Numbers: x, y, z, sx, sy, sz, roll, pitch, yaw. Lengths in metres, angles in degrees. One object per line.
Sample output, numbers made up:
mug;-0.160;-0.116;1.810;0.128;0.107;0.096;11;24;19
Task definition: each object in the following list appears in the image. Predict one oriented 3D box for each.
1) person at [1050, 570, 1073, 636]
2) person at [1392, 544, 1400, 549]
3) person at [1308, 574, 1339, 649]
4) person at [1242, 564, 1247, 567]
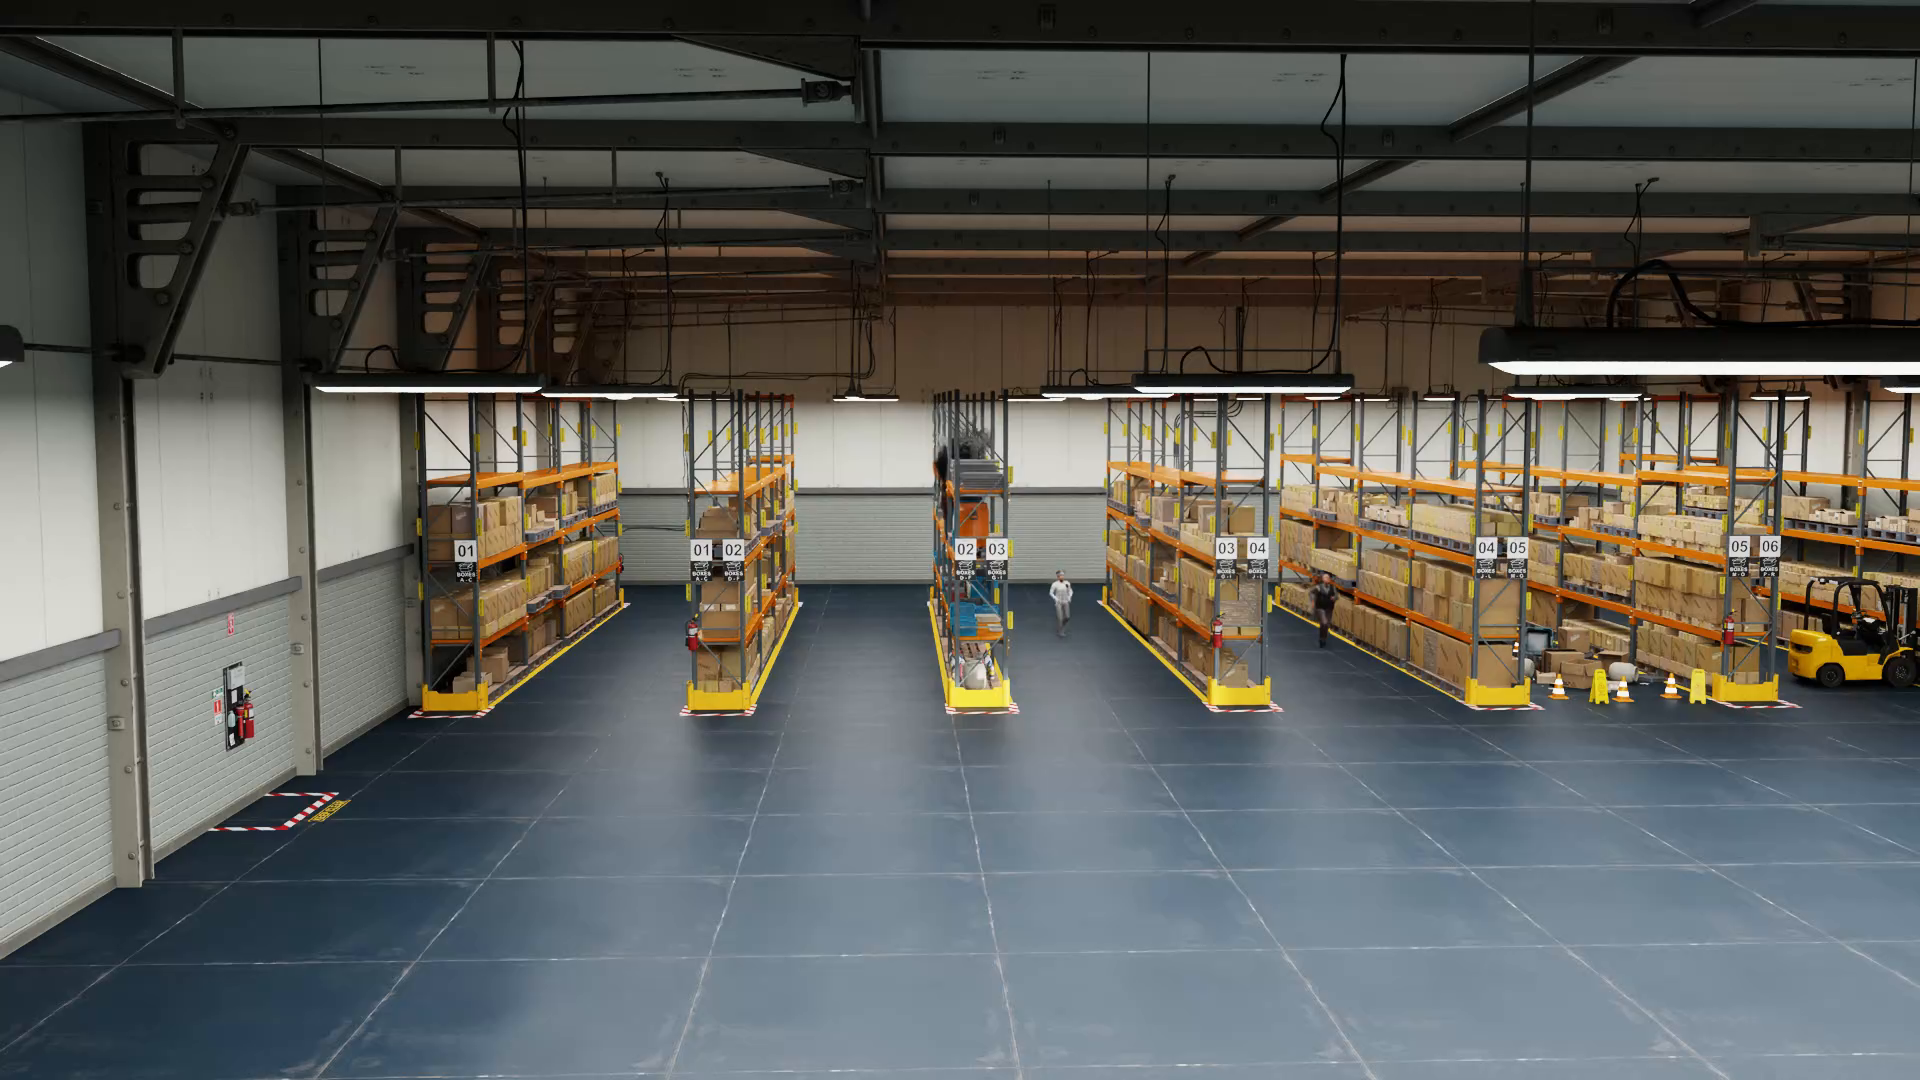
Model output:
person;2.515;1.554;41.017;0.592;1.646;0.539;-1;5;-9
person;12.956;0.888;49.296;0.863;1.701;0.611;0;5;-5
person;8.595;1.675;39.152;0.637;1.762;0.699;-1;5;-11
person;7.898;1.182;45.236;0.712;1.747;0.826;1;5;7
